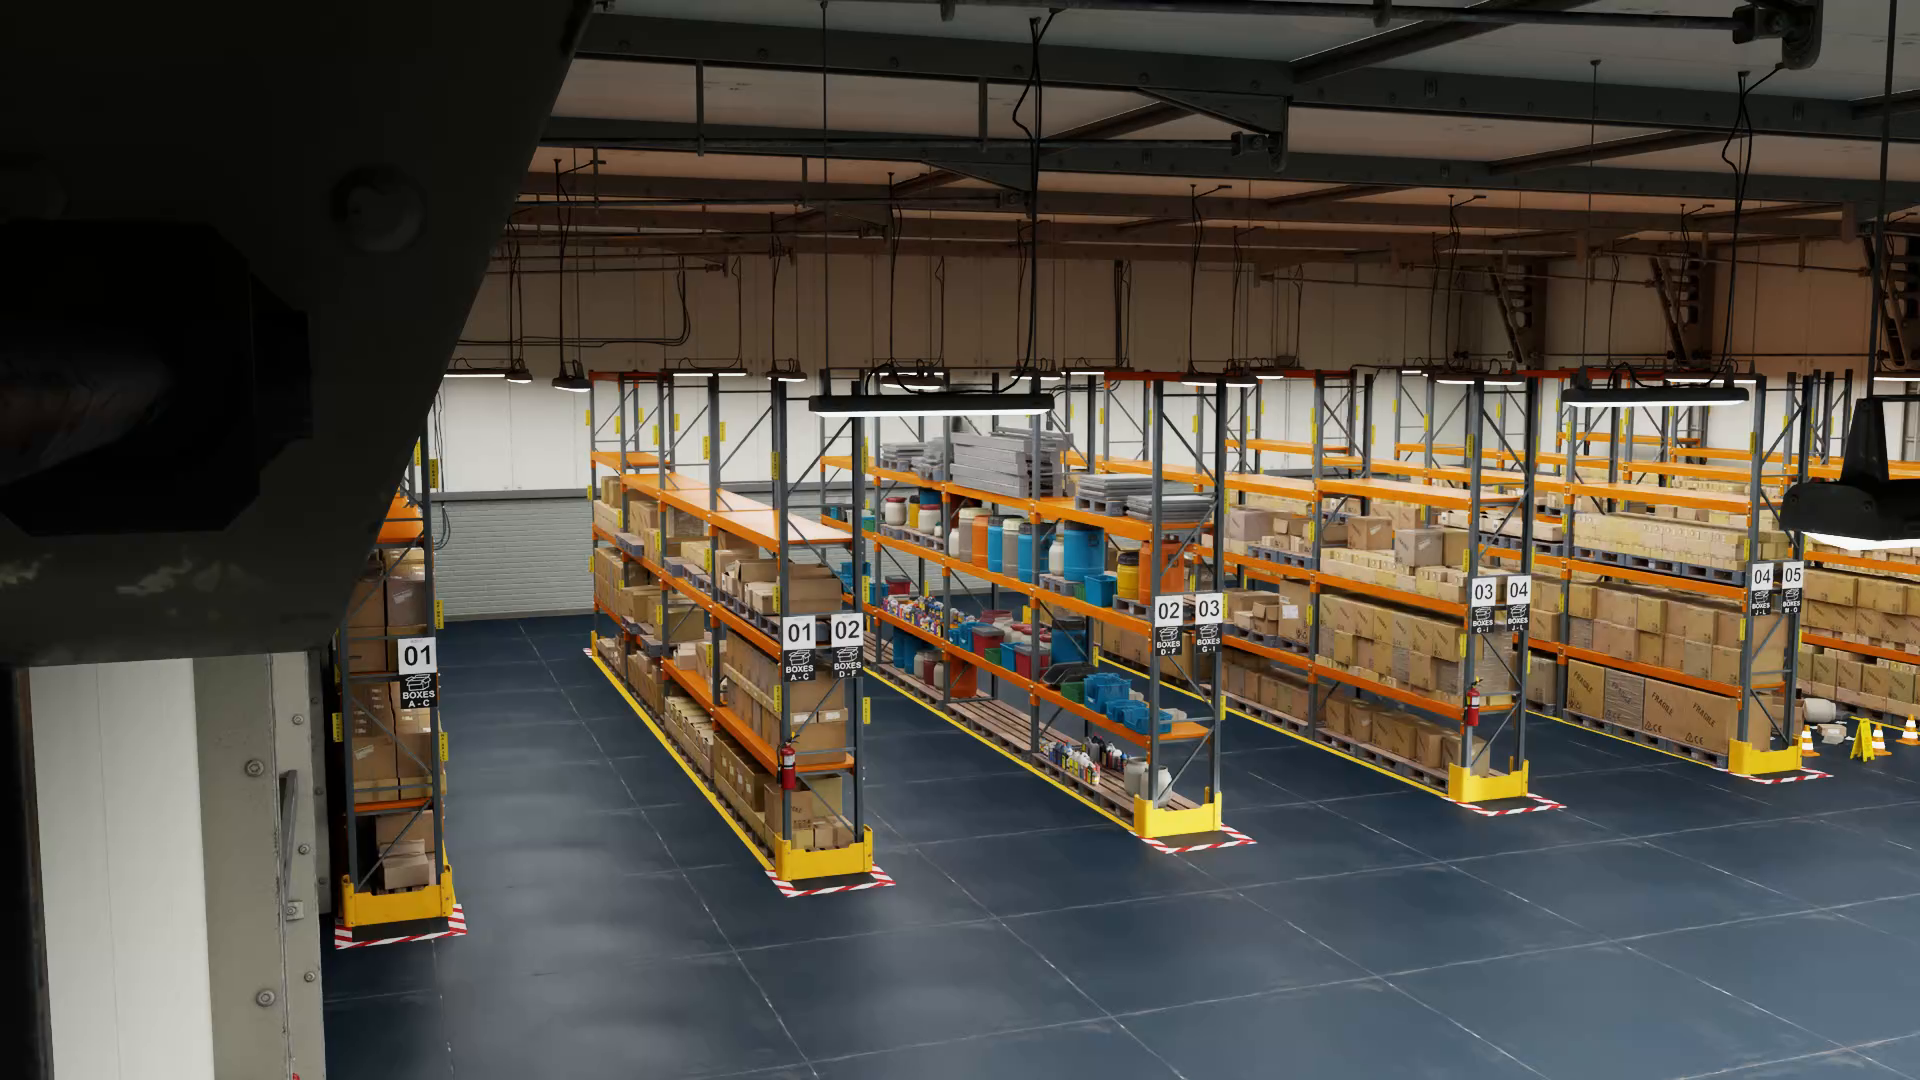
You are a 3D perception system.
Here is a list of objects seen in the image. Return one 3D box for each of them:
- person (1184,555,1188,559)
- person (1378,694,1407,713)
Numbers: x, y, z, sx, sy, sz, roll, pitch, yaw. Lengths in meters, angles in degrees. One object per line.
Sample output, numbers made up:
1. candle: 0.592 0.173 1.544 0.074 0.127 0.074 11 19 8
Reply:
1. person: 5.186 0.947 40.563 0.770 1.768 0.909 5 8 39
2. person: 7.716 2.245 29.474 0.561 1.712 1.028 -3 7 -28
